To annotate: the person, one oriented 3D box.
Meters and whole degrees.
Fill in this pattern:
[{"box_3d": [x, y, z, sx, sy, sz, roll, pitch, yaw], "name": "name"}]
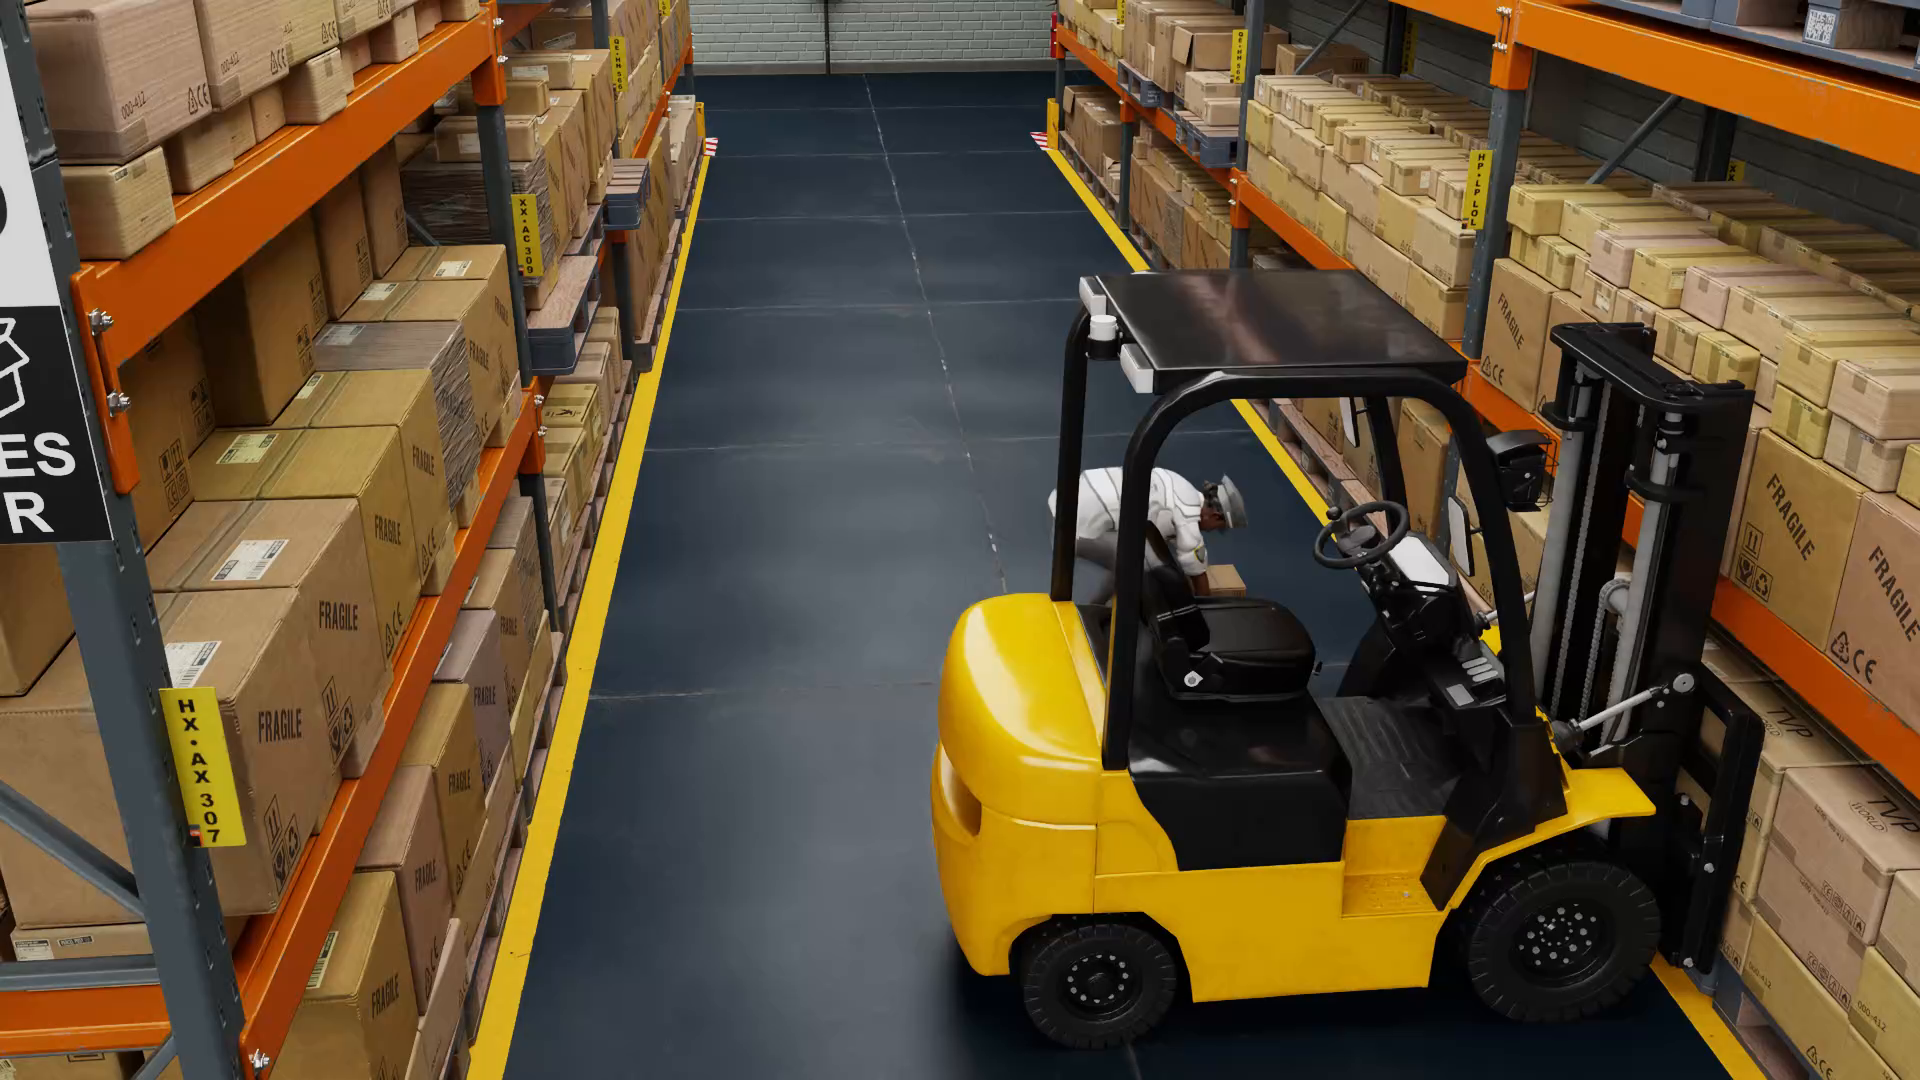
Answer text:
[{"box_3d": [0.857, 0.067, 7.557, 0.922, 0.813, 0.455, -3, 24, -7], "name": "person"}]
